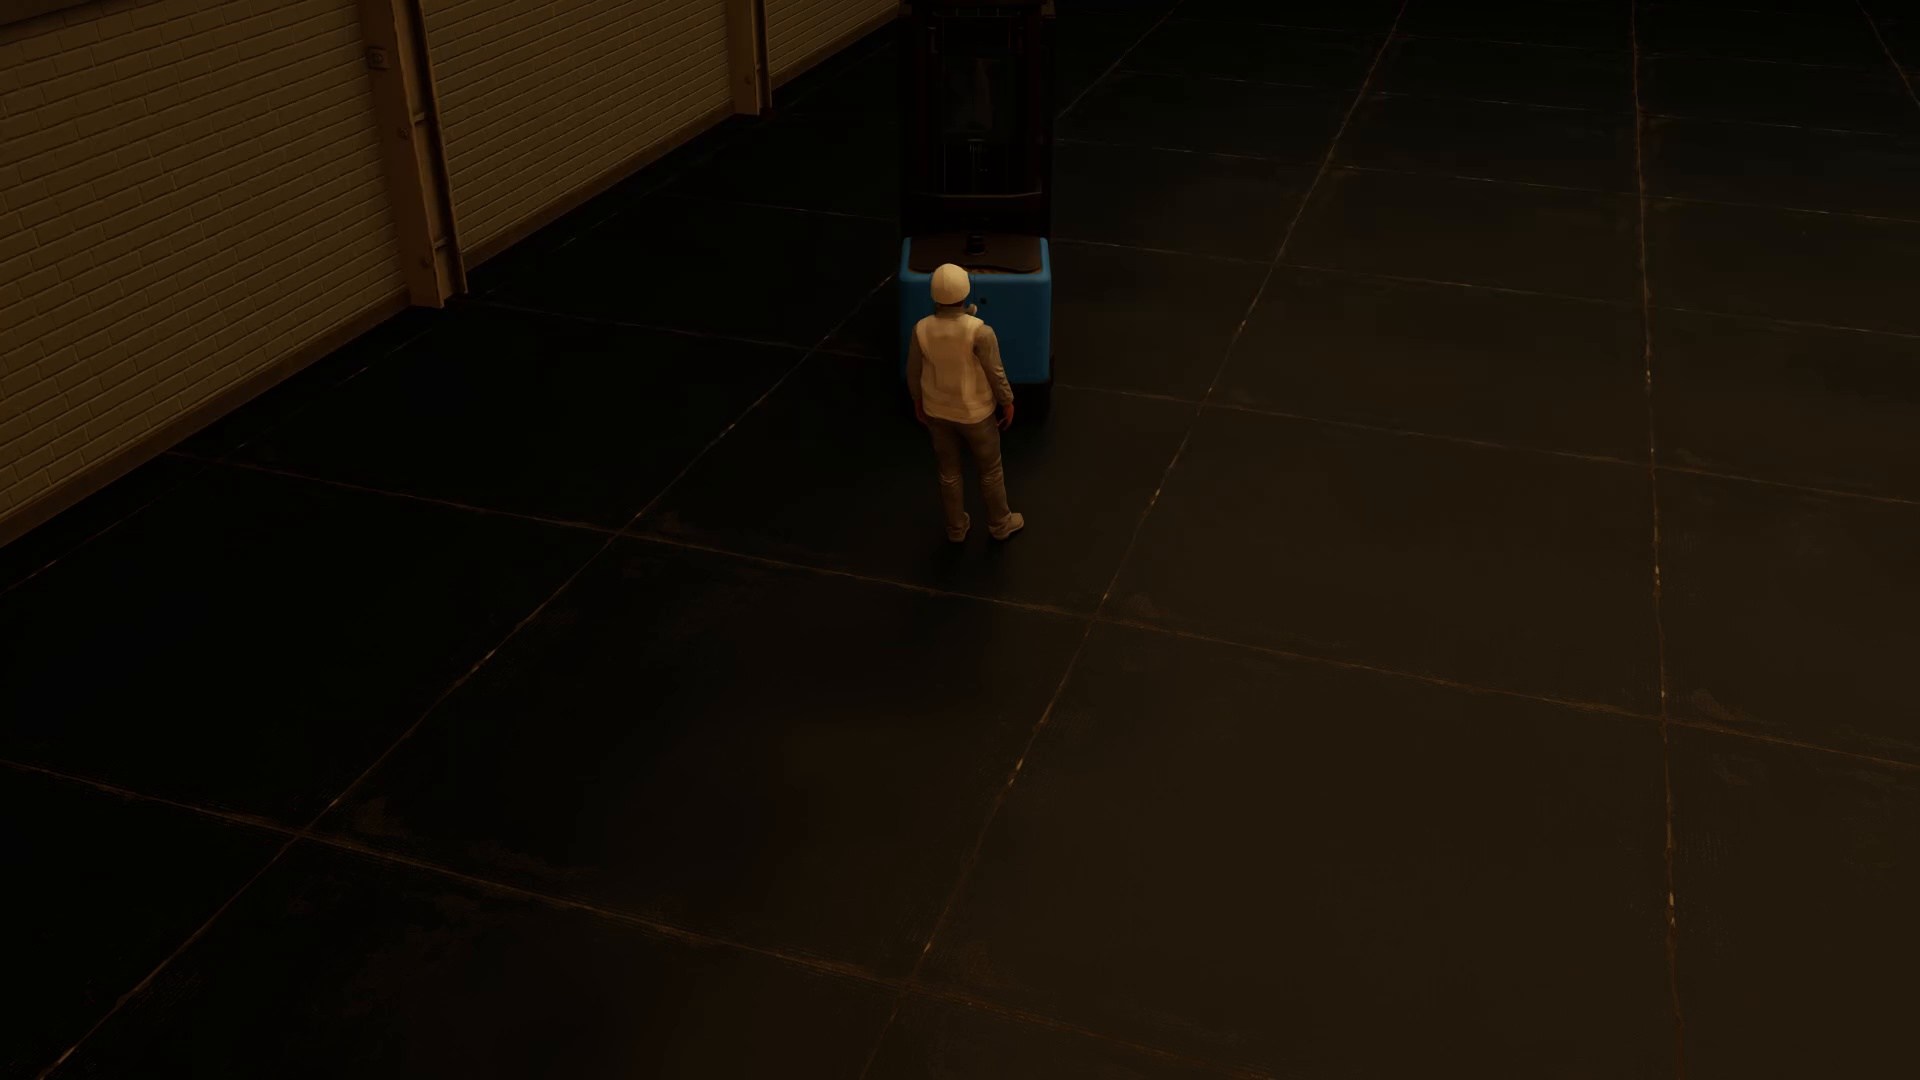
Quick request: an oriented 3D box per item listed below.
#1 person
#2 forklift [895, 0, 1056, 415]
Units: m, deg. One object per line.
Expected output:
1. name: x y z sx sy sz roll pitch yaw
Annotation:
1. person: 0.028 -0.805 9.702 0.632 1.773 0.568 10 31 16
2. forklift: 0.116 -2.821 12.084 1.130 2.935 3.031 0 30 1
